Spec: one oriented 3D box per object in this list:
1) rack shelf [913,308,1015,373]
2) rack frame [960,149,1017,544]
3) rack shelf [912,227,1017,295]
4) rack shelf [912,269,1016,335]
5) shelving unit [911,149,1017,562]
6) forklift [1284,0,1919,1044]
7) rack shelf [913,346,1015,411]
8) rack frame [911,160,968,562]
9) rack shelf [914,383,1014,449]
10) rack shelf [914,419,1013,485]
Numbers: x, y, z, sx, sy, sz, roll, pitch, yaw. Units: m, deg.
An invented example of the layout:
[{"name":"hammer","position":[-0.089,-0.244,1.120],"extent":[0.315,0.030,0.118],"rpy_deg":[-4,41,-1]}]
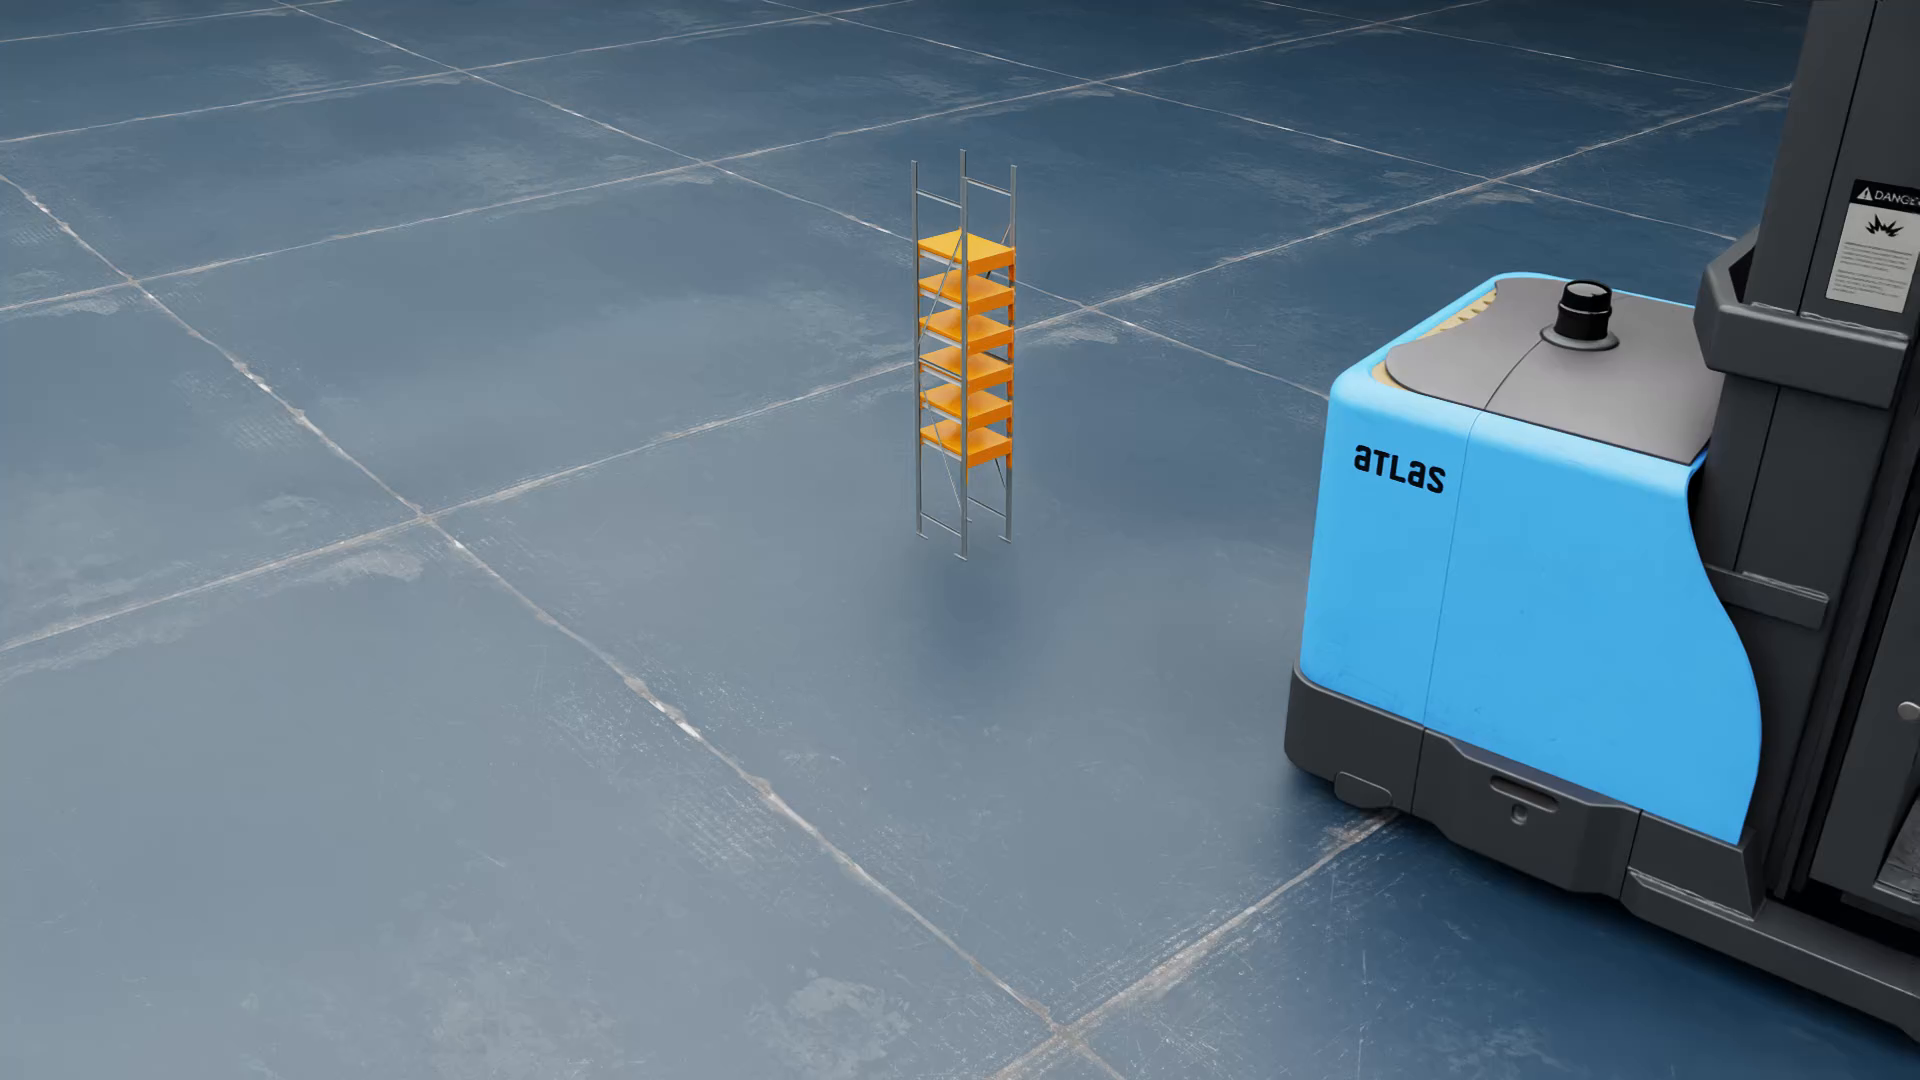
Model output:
[{"name":"rack shelf","position":[0.011,-0.600,4.940],"extent":[0.180,0.103,0.258],"rpy_deg":[-22,35,-35]},{"name":"rack frame","position":[0.081,-0.562,5.028],"extent":[0.006,1.200,0.240],"rpy_deg":[-22,35,-35]},{"name":"rack shelf","position":[0.011,-0.812,4.827],"extent":[0.180,0.103,0.258],"rpy_deg":[-22,35,-35]},{"name":"rack shelf","position":[0.011,-0.706,4.883],"extent":[0.180,0.103,0.258],"rpy_deg":[-22,35,-35]},{"name":"shelving unit","position":[0.011,-0.534,4.975],"extent":[0.189,1.200,0.258],"rpy_deg":[-22,35,-35]},{"name":"forklift","position":[2.269,-0.443,2.970],"extent":[3.031,2.935,1.130],"rpy_deg":[21,34,34]},{"name":"rack shelf","position":[0.011,-0.494,4.996],"extent":[0.180,0.103,0.258],"rpy_deg":[-22,35,-35]},{"name":"rack frame","position":[-0.059,-0.506,4.923],"extent":[0.006,1.200,0.240],"rpy_deg":[-22,35,-35]},{"name":"rack shelf","position":[0.011,-0.389,5.053],"extent":[0.180,0.103,0.258],"rpy_deg":[-22,35,-35]},{"name":"rack shelf","position":[0.011,-0.283,5.110],"extent":[0.180,0.103,0.258],"rpy_deg":[-22,35,-35]}]
